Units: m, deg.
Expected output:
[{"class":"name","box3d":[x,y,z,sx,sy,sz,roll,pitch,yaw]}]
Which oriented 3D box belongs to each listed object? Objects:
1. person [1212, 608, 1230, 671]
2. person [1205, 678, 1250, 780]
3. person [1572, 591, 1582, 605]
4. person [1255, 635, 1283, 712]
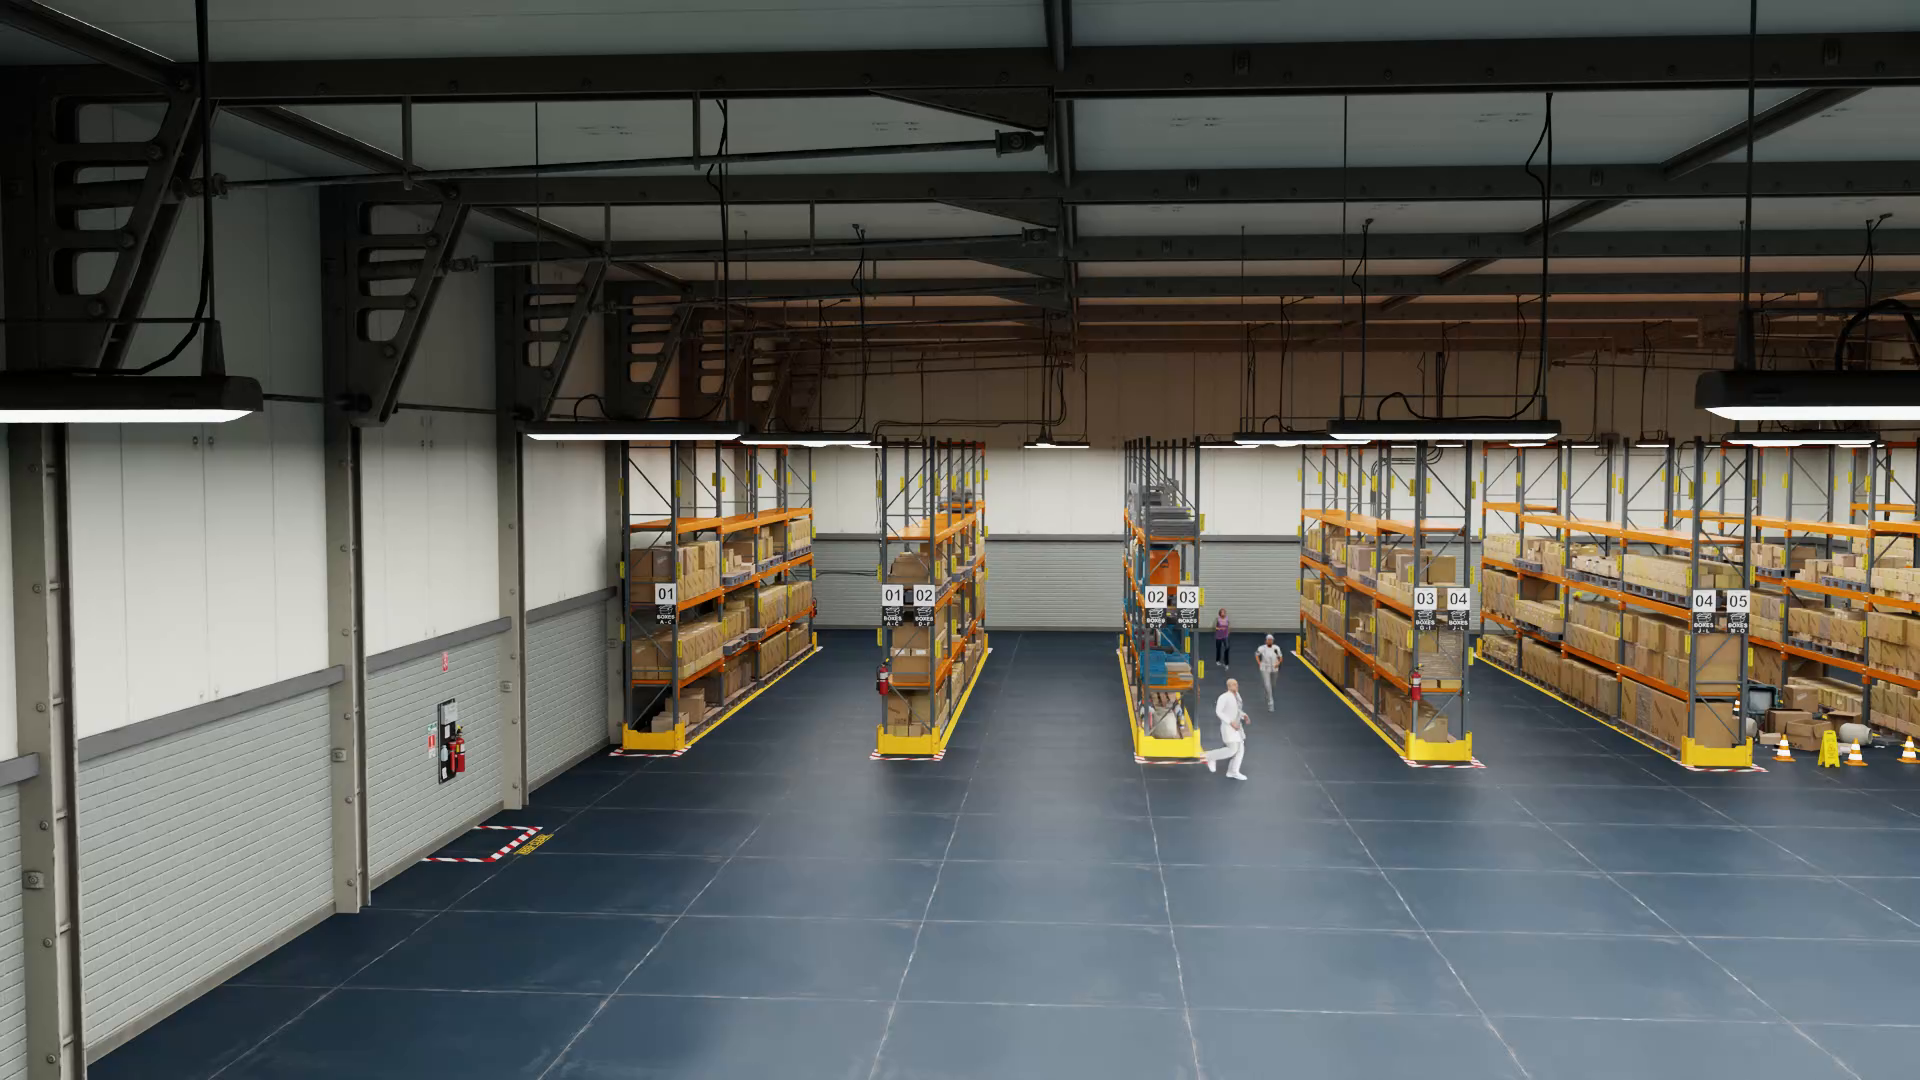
[{"class":"person","box3d":[6.847,2.604,43.665,0.512,1.637,0.805,0,3,-3]},{"class":"person","box3d":[4.715,3.297,29.192,0.735,1.759,0.712,2,4,38]},{"class":"person","box3d":[17.605,2.328,47.443,0.694,1.720,0.704,0,3,3]},{"class":"person","box3d":[6.896,2.936,37.034,0.577,1.673,1.084,-1,3,-10]}]
